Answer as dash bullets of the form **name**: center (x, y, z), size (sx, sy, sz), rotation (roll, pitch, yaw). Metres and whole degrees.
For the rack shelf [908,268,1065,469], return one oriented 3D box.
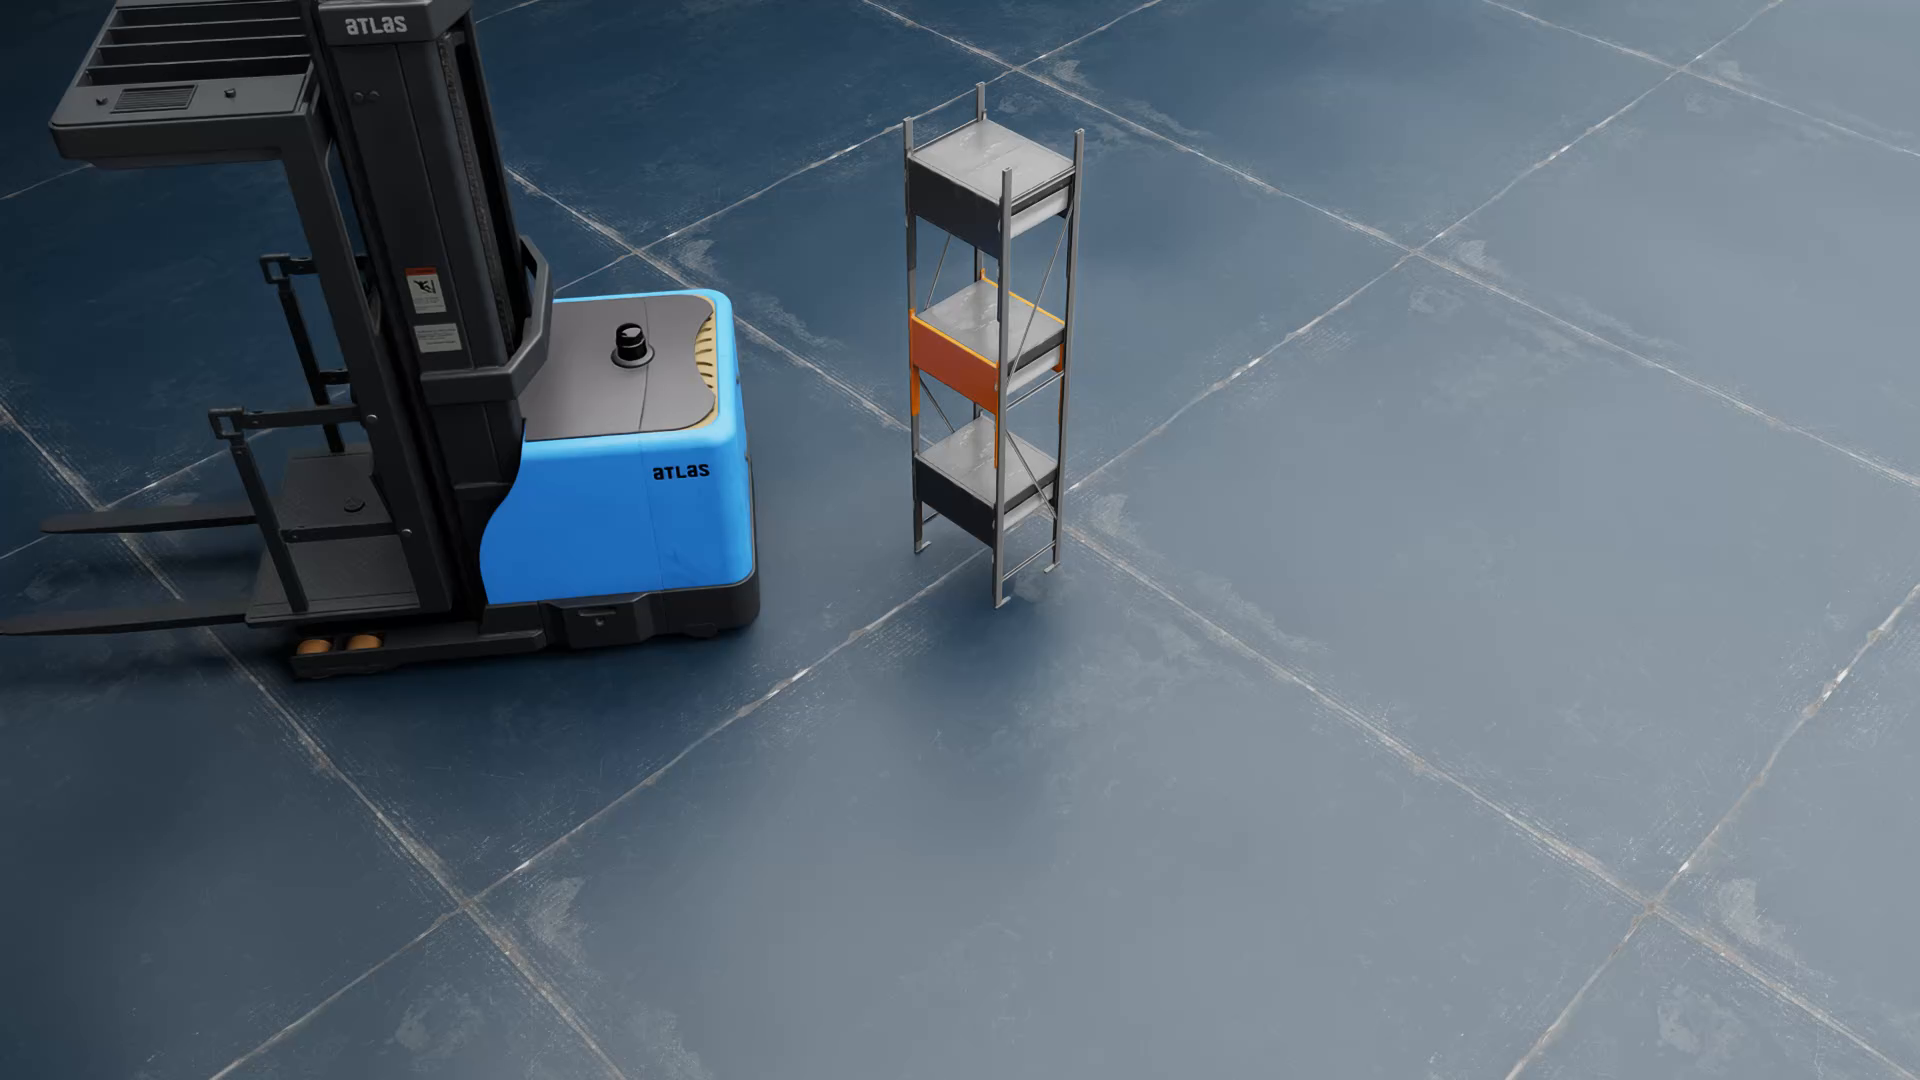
- **rack shelf**: center (0.117, -0.682, 6.578), size (0.431, 0.518, 0.480), rotation (-34, 53, -31)

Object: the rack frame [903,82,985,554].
- **rack frame**: center (-0.055, -0.809, 6.696), size (0.400, 2.100, 0.015), rotation (-34, 53, -31)

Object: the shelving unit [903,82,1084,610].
- **shelving unit**: center (0.117, -0.692, 6.569), size (0.431, 2.100, 0.503), rotation (-34, 53, -31)

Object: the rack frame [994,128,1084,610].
- **rack frame**: center (0.289, -0.574, 6.442), size (0.400, 2.100, 0.015), rotation (-34, 53, -31)

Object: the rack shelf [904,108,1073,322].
- **rack shelf**: center (0.117, -1.196, 6.103), size (0.431, 0.518, 0.480), rotation (-34, 53, -31)

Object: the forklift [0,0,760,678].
- **forklift**: center (-2.391, -0.896, 6.177), size (3.031, 2.935, 1.130), rotation (-5, 43, -5)

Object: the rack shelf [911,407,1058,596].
- **rack shelf**: center (0.117, -0.167, 7.053), size (0.431, 0.518, 0.480), rotation (-34, 53, -31)
